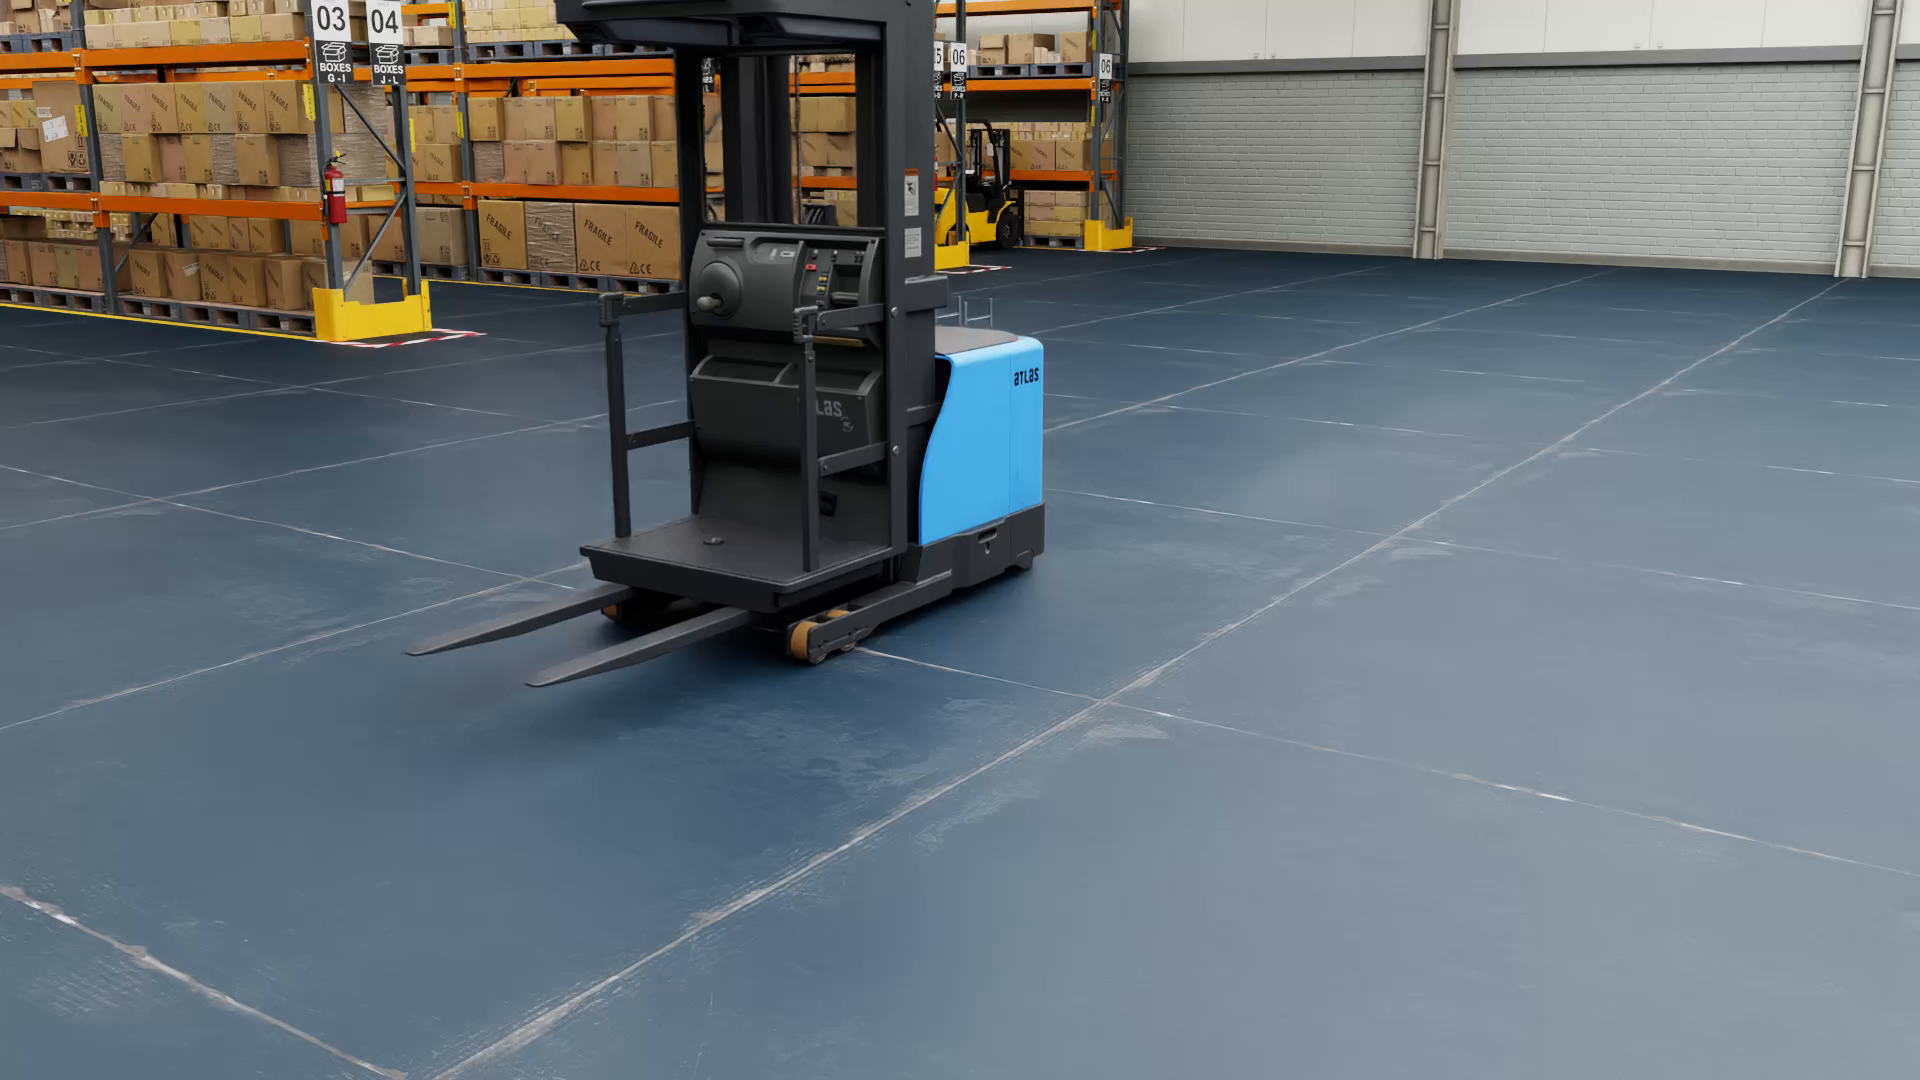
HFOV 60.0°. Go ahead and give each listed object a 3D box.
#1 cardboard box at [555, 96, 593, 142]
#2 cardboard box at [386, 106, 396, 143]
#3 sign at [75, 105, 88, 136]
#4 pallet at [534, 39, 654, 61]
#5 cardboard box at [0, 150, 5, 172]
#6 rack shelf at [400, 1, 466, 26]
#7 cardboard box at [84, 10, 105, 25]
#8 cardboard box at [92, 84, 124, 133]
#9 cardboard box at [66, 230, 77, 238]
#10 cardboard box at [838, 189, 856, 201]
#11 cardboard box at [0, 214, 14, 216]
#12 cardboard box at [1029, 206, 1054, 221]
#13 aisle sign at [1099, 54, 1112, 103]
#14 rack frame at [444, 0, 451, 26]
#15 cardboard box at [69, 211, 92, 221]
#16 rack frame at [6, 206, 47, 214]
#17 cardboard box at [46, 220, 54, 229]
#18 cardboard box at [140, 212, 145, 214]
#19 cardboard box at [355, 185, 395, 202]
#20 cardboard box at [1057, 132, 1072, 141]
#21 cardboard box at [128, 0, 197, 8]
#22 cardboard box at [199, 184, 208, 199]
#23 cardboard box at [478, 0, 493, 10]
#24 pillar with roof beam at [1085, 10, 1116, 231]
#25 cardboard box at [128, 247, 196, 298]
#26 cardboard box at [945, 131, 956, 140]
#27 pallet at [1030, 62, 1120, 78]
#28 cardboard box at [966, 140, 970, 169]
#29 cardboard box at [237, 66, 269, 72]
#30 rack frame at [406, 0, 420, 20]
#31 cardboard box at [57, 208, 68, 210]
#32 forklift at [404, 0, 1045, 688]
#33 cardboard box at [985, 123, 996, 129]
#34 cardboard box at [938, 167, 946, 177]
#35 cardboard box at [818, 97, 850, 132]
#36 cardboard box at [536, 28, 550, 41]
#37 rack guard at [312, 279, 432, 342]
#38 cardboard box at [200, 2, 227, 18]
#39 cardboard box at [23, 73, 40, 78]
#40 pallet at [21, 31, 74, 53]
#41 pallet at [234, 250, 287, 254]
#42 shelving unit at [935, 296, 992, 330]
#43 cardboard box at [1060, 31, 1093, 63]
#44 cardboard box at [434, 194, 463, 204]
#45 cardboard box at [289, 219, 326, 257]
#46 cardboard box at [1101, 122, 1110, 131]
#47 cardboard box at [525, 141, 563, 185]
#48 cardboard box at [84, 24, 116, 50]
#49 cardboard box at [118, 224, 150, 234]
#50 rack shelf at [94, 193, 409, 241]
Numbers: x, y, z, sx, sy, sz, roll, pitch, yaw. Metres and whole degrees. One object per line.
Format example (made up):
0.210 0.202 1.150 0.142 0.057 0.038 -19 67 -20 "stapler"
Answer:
-4.616 -5.329 21.050 0.500 0.550 0.875 9 17 33 "cardboard box"
-7.502 -5.744 22.997 0.500 0.500 0.700 9 17 33 "cardboard box"
-9.399 -4.484 17.785 0.005 0.325 0.100 9 17 33 "sign"
-4.559 -6.146 20.851 1.213 0.211 1.003 9 17 33 "pallet"
-11.149 -4.430 19.415 0.500 0.250 0.500 9 16 31 "cardboard box"
-8.540 -9.183 29.020 4.000 0.370 1.077 9 17 33 "rack shelf"
-8.995 -5.505 17.559 0.250 0.149 0.380 9 16 31 "cardboard box"
-8.861 -4.600 17.757 0.500 0.500 0.500 9 17 33 "cardboard box"
-14.650 -5.099 27.738 0.250 0.149 0.380 9 17 33 "cardboard box"
-1.602 -5.146 24.808 0.250 0.149 0.380 10 17 34 "cardboard box"
-11.839 -3.850 20.359 0.500 0.250 0.500 10 17 35 "cardboard box"
1.536 -5.647 28.701 0.500 0.250 0.500 9 17 32 "cardboard box"
2.415 -7.657 27.604 0.004 0.787 0.394 9 17 33 "aisle sign"
-10.752 -11.521 36.136 0.127 3.000 1.000 9 17 33 "rack frame"
-14.587 -5.401 27.722 0.250 0.149 0.380 9 17 33 "cardboard box"
-16.197 -6.618 28.815 0.127 3.000 1.000 9 17 33 "rack frame"
-15.305 -5.342 28.099 0.250 0.149 0.380 10 17 35 "cardboard box"
-13.481 -5.351 27.516 0.250 0.149 0.380 9 16 32 "cardboard box"
-5.877 -3.461 16.583 0.250 0.149 0.380 9 17 33 "cardboard box"
1.852 -6.845 28.175 0.250 0.149 0.380 9 17 34 "cardboard box"
-8.576 -5.915 17.867 0.500 0.500 0.500 9 16 31 "cardboard box"
-7.597 -3.599 17.144 0.250 0.149 0.380 9 17 33 "cardboard box"
-5.915 -6.832 21.217 0.250 0.149 0.380 9 17 32 "cardboard box"
0.047 -8.790 25.103 0.400 9.000 9.100 9 17 33 "pillar with roof beam"
-8.783 -2.962 18.374 0.500 0.500 0.500 9 16 31 "cardboard box"
-0.066 -7.156 29.430 0.250 0.149 0.380 10 17 34 "cardboard box"
1.953 -7.976 28.243 1.213 0.211 1.003 9 17 33 "pallet"
0.290 -6.802 29.351 0.500 0.500 0.500 9 17 32 "cardboard box"
-10.175 -7.076 24.213 0.500 0.500 0.500 9 17 33 "cardboard box"
-10.200 -9.994 29.969 0.127 3.000 1.000 9 17 33 "rack frame"
-15.440 -5.661 28.770 0.250 0.149 0.380 10 17 34 "cardboard box"
-0.835 -1.074 6.563 1.130 2.935 3.031 9 17 32 "forklift"
0.635 -7.218 29.063 0.250 0.149 0.380 9 17 33 "cardboard box"
-0.409 -5.438 24.570 0.250 0.149 0.380 9 17 33 "cardboard box"
-1.684 -6.293 24.595 0.500 0.500 0.700 9 16 32 "cardboard box"
-5.070 -6.308 20.762 0.250 0.149 0.380 9 17 33 "cardboard box"
-5.836 -2.294 16.548 0.348 0.500 1.175 9 17 33 "rack guard"
-7.253 -5.224 16.426 0.250 0.149 0.380 8 16 30 "cardboard box"
-15.098 -7.752 27.466 0.500 0.250 0.500 9 16 31 "cardboard box"
-9.545 -5.502 18.456 1.003 0.211 1.213 9 17 33 "pallet"
-10.207 -4.297 25.240 1.213 0.211 1.003 9 17 33 "pallet"
0.012 -0.580 8.171 0.189 1.200 0.258 9 17 33 "shelving unit"
2.022 -8.231 27.797 0.500 0.500 0.500 10 17 35 "cardboard box"
-8.887 -6.068 30.140 0.875 0.875 0.875 10 17 34 "cardboard box"
-9.104 -4.557 24.298 0.750 0.750 1.050 9 16 32 "cardboard box"
2.365 -7.058 28.417 0.250 0.149 0.380 9 16 32 "cardboard box"
-5.076 -4.869 21.438 0.550 0.550 0.875 9 17 33 "cardboard box"
-8.862 -5.305 17.581 0.500 0.250 0.500 8 16 31 "cardboard box"
-13.317 -5.025 26.819 0.250 0.149 0.380 10 17 34 "cardboard box"
-7.433 -3.416 17.376 4.000 0.370 1.077 9 17 33 "rack shelf"
